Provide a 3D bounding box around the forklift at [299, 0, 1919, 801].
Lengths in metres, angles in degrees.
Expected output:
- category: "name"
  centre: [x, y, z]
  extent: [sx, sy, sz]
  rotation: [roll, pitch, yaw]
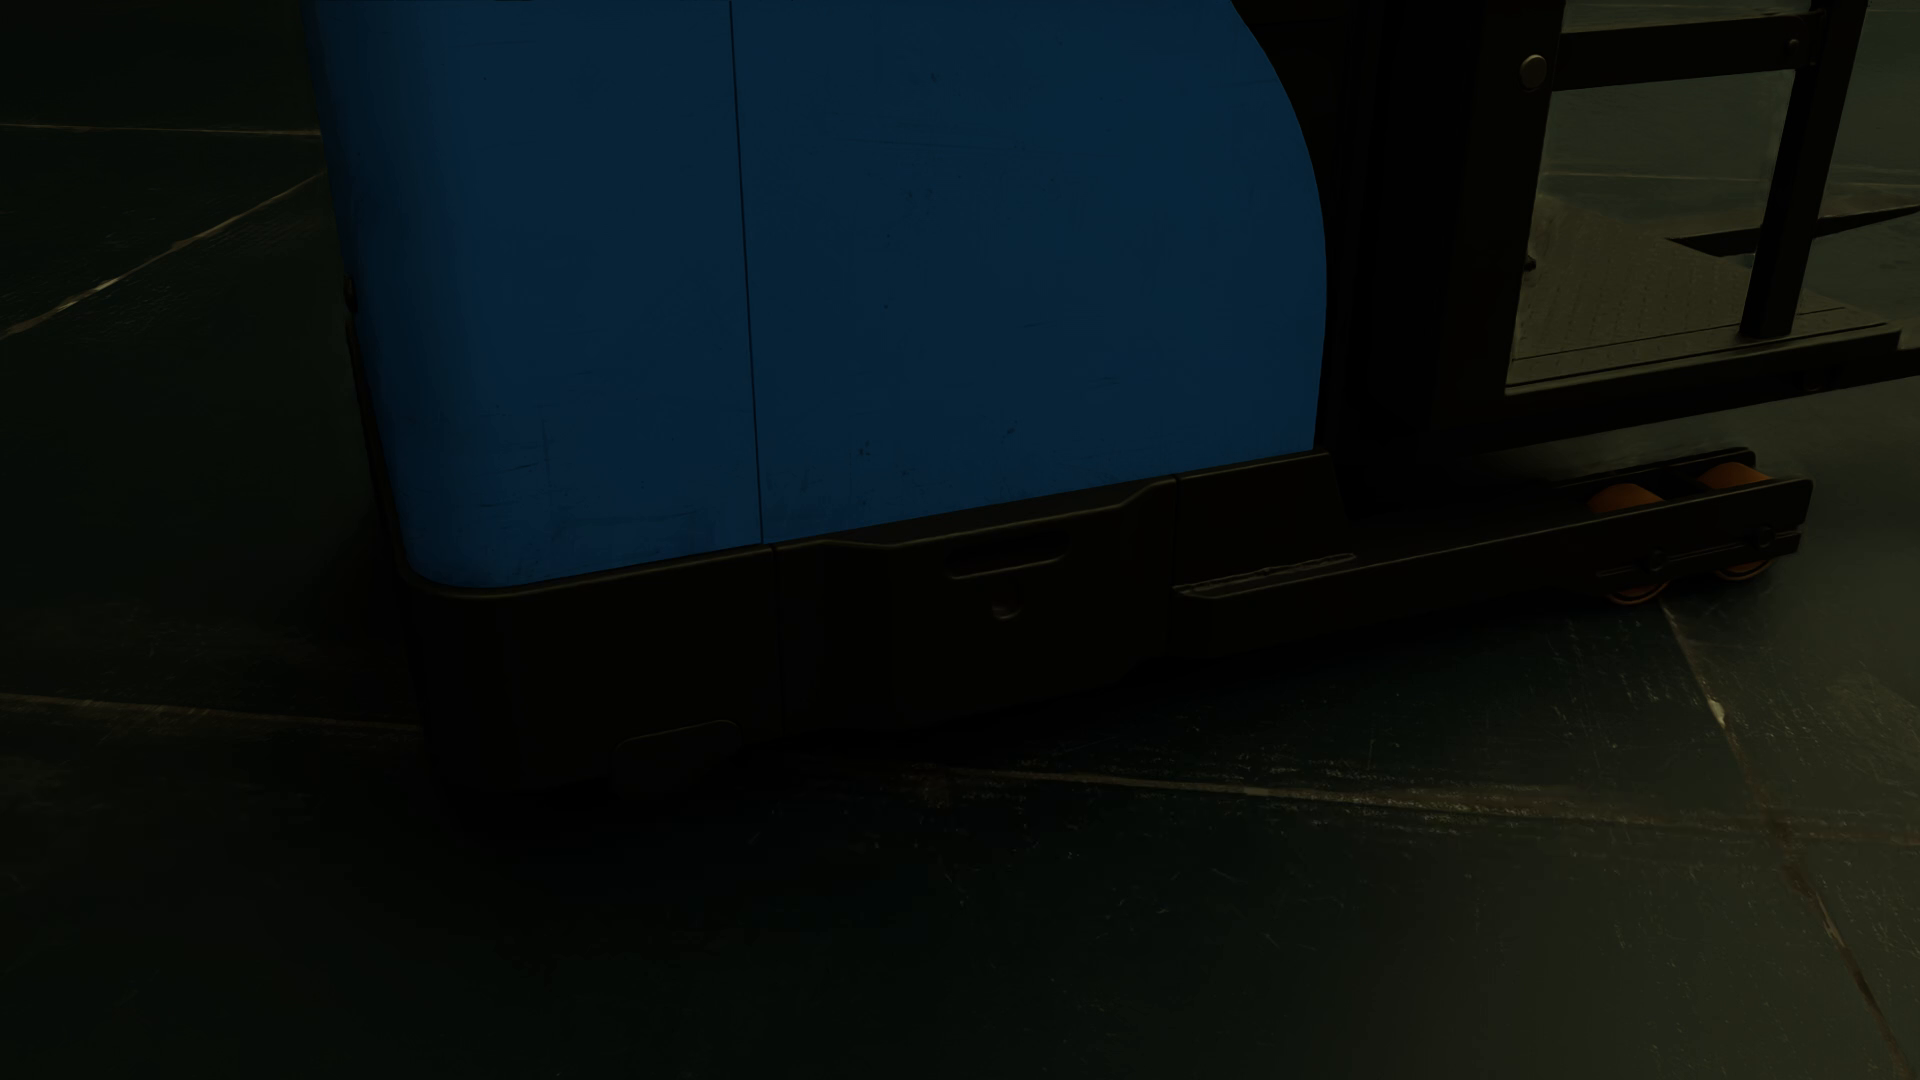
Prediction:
- category: "forklift"
  centre: [0.660, -1.428, 2.080]
  extent: [3.031, 2.935, 1.130]
  rotation: [-10, 28, -19]
